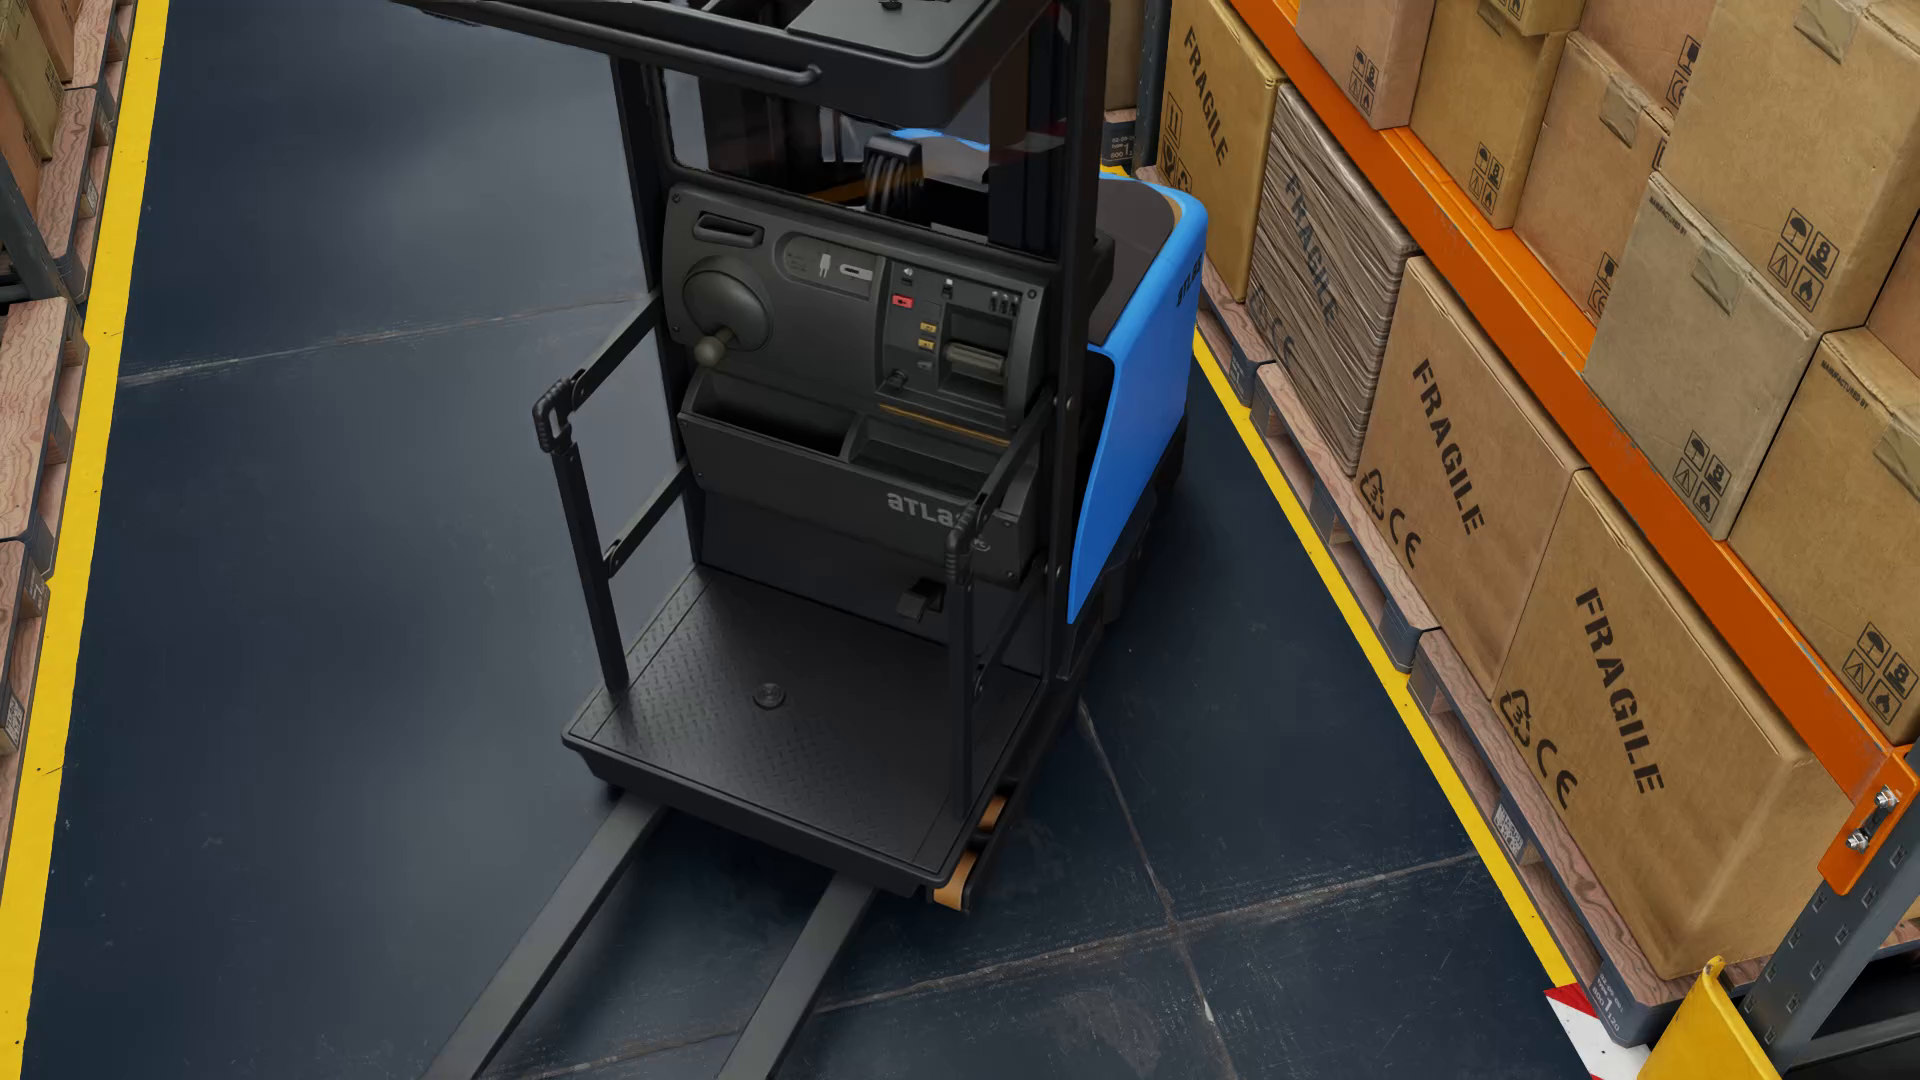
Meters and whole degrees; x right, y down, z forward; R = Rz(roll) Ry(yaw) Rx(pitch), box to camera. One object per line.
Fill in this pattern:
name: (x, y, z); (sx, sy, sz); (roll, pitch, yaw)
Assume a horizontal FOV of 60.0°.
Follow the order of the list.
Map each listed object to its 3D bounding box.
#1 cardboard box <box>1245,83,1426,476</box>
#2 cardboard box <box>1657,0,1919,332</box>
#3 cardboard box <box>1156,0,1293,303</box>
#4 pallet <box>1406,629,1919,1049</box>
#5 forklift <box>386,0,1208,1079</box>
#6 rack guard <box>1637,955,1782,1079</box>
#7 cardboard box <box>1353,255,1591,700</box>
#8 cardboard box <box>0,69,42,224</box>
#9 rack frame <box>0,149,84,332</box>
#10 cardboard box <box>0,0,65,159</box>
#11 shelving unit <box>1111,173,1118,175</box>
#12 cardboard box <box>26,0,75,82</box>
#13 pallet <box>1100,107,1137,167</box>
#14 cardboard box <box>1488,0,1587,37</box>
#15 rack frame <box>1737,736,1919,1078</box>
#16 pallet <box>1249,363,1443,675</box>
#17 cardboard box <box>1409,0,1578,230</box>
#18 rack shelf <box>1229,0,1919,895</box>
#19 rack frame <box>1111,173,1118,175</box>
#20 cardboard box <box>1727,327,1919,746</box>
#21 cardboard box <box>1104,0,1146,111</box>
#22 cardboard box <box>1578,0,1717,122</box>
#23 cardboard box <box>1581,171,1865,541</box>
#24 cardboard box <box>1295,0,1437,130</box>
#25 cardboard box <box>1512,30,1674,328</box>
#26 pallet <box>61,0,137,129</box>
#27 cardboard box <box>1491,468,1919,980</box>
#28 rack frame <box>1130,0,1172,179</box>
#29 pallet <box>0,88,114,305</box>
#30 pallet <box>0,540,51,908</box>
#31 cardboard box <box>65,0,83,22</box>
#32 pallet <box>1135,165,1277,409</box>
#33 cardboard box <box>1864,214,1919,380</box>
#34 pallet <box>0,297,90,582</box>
cardboard box: (1.508, -0.874, 5.200); (0.875, 0.875, 0.875); (-10, 46, -10)
cardboard box: (1.916, -0.835, 3.107); (0.875, 0.550, 0.550); (-11, 47, -10)
cardboard box: (1.273, -1.496, 5.809); (0.875, 0.875, 0.875); (-10, 46, -10)
pallet: (1.924, 0.660, 4.455); (1.003, 0.211, 1.213); (-11, 47, -10)
forklift: (-0.342, -0.427, 3.616); (1.130, 2.935, 3.031); (18, 48, 17)
rack guard: (2.210, 1.114, 3.809); (1.175, 0.500, 0.348); (-11, 47, -10)
cardboard box: (1.739, -0.244, 4.583); (0.875, 0.875, 0.875); (-11, 47, -11)
cardboard box: (-3.777, -1.409, 5.973); (0.700, 0.500, 0.500); (-14, 47, -13)
rack frame: (-3.641, -1.703, 4.818); (1.000, 3.000, 0.127); (-11, 47, -10)
cardboard box: (-3.881, -1.742, 6.299); (0.700, 0.500, 0.500); (-11, 47, -11)
shelving unit: (0.331, -0.771, 5.375); (0.258, 0.900, 0.210); (18, 48, 17)
cardboard box: (-4.025, -2.128, 6.678); (0.700, 0.500, 0.500); (-14, 47, -14)
pallet: (0.909, -2.083, 7.143); (1.003, 0.211, 1.213); (-11, 47, -10)
cardboard box: (1.643, -1.588, 3.845); (0.875, 0.550, 0.500); (-11, 47, -10)
rack frame: (2.201, 0.223, 2.932); (0.949, 2.616, 0.053); (-11, 47, -10)
pallet: (1.615, -0.180, 5.279); (1.003, 0.211, 1.213); (-11, 47, -10)
cardboard box: (1.706, -1.222, 4.242); (0.875, 0.550, 0.500); (-11, 47, -10)
rack shelf: (1.692, -0.907, 4.542); (1.077, 0.370, 4.000); (-11, 47, -10)
rack frame: (0.372, -0.837, 5.441); (0.240, 0.900, 0.006); (18, 48, 17)
cardboard box: (2.065, -0.078, 3.122); (0.875, 0.550, 0.550); (-11, 47, -10)
cardboard box: (0.934, -2.311, 6.696); (1.050, 0.750, 0.750); (-11, 47, -11)
cardboard box: (1.904, -1.246, 3.510); (0.875, 0.550, 0.550); (-11, 47, -10)
cardboard box: (1.903, -0.454, 3.490); (0.875, 0.550, 0.550); (-11, 47, -10)
cardboard box: (1.473, -1.570, 4.583); (0.875, 0.550, 0.550); (-11, 47, -10)
cardboard box: (1.881, -0.864, 3.891); (0.875, 0.550, 0.550); (-11, 47, -10)
pallet: (-4.157, -2.108, 7.168); (1.003, 0.211, 1.213); (-11, 47, -10)
cardboard box: (1.966, 0.363, 3.988); (0.875, 0.875, 0.875); (-10, 47, -10)
rack frame: (1.180, -2.540, 5.639); (1.000, 3.000, 0.127); (-11, 47, -10)
pallet: (-3.841, -1.264, 6.341); (1.003, 0.211, 1.213); (-11, 47, -10)
pallet: (-3.119, 0.575, 4.539); (1.003, 0.211, 1.213); (-11, 47, -10)
cardboard box: (-4.168, -2.514, 7.055); (0.700, 0.500, 0.500); (-7, 46, -7)
pallet: (1.299, -1.024, 6.106); (1.003, 0.211, 1.213); (-11, 47, -10)
cardboard box: (2.146, -0.472, 2.751); (0.875, 0.550, 0.550); (-11, 47, -10)
pallet: (-3.435, -0.269, 5.366); (1.003, 0.211, 1.213); (-11, 47, -10)
